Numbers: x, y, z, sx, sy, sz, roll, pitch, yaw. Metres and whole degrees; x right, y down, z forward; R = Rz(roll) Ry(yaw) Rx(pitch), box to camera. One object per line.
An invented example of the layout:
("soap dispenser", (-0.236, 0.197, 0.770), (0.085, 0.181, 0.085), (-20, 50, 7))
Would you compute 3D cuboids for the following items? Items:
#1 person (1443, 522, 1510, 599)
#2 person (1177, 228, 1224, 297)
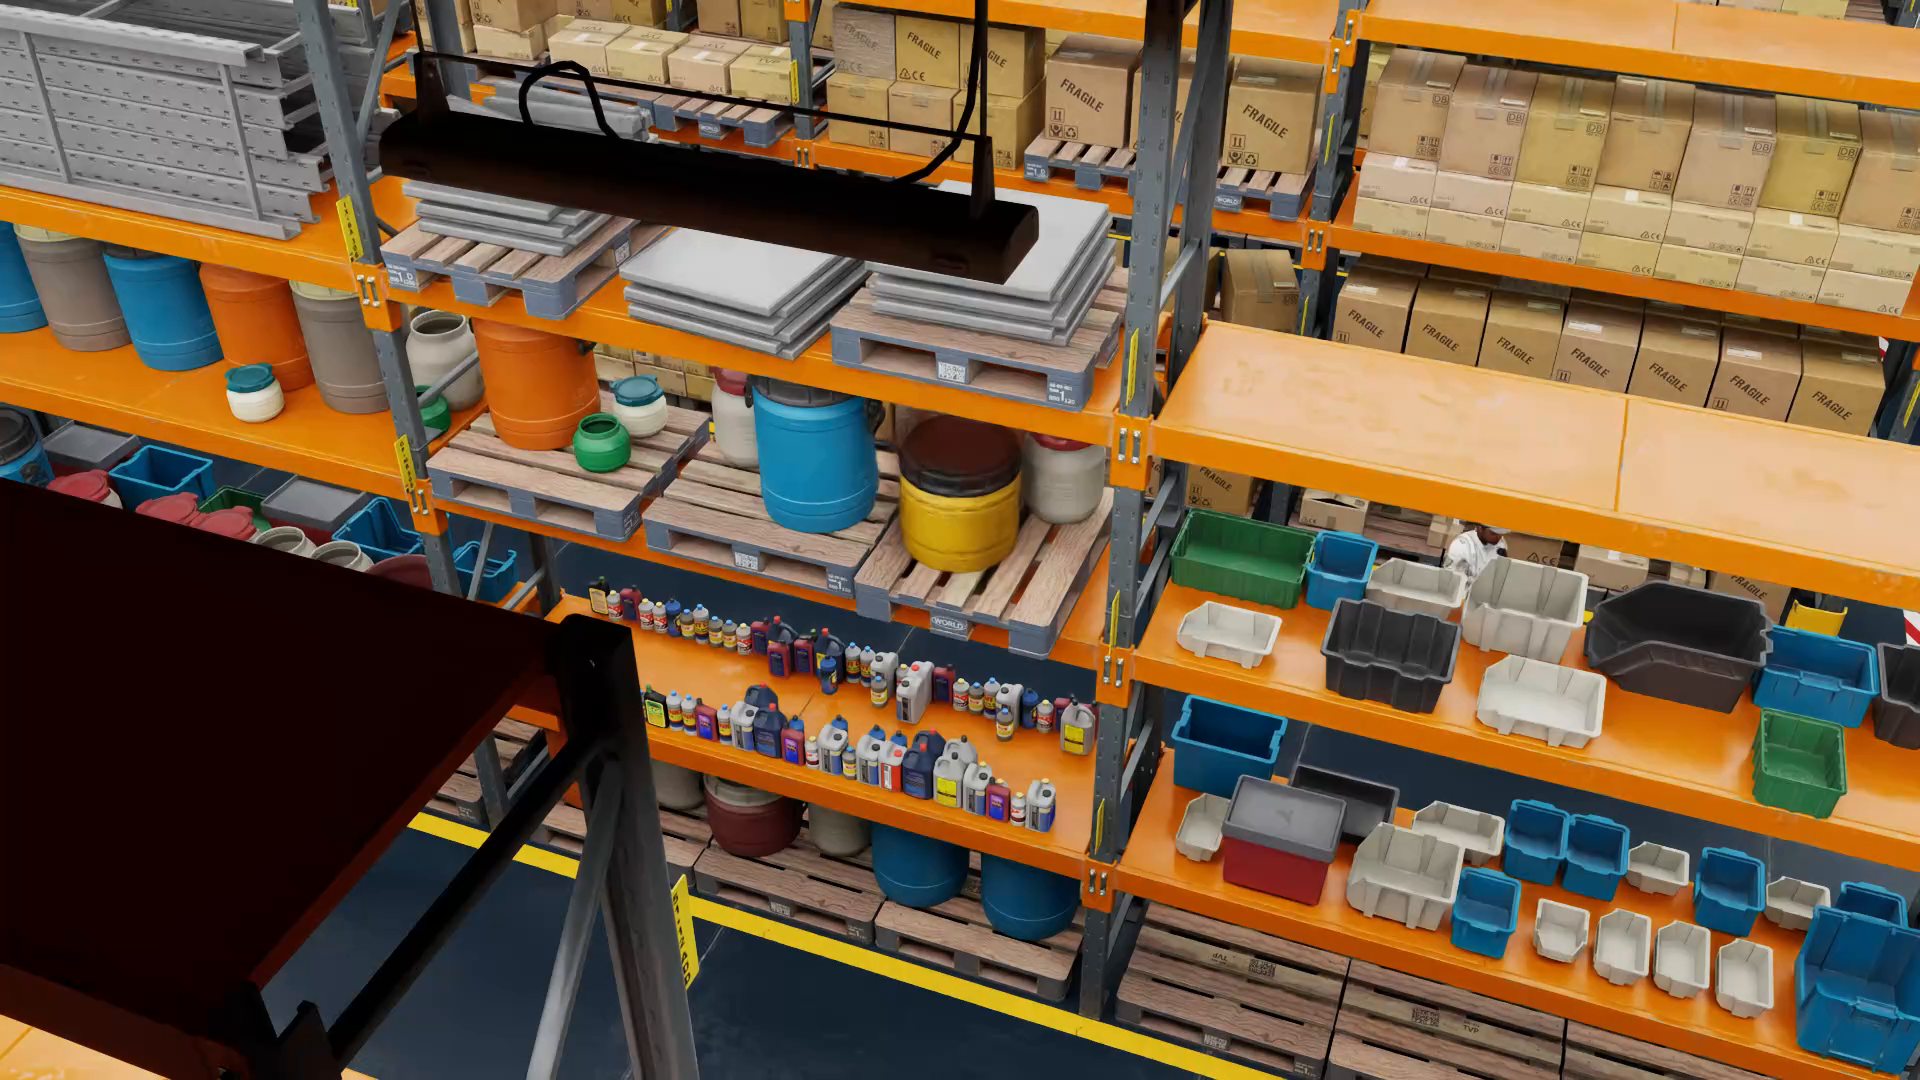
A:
("person", (3.442, 0.417, 11.424), (0.484, 1.674, 0.464), (-14, 39, -18))
("person", (2.271, -3.048, 16.179), (0.986, 1.541, 0.443), (0, 36, 0))
